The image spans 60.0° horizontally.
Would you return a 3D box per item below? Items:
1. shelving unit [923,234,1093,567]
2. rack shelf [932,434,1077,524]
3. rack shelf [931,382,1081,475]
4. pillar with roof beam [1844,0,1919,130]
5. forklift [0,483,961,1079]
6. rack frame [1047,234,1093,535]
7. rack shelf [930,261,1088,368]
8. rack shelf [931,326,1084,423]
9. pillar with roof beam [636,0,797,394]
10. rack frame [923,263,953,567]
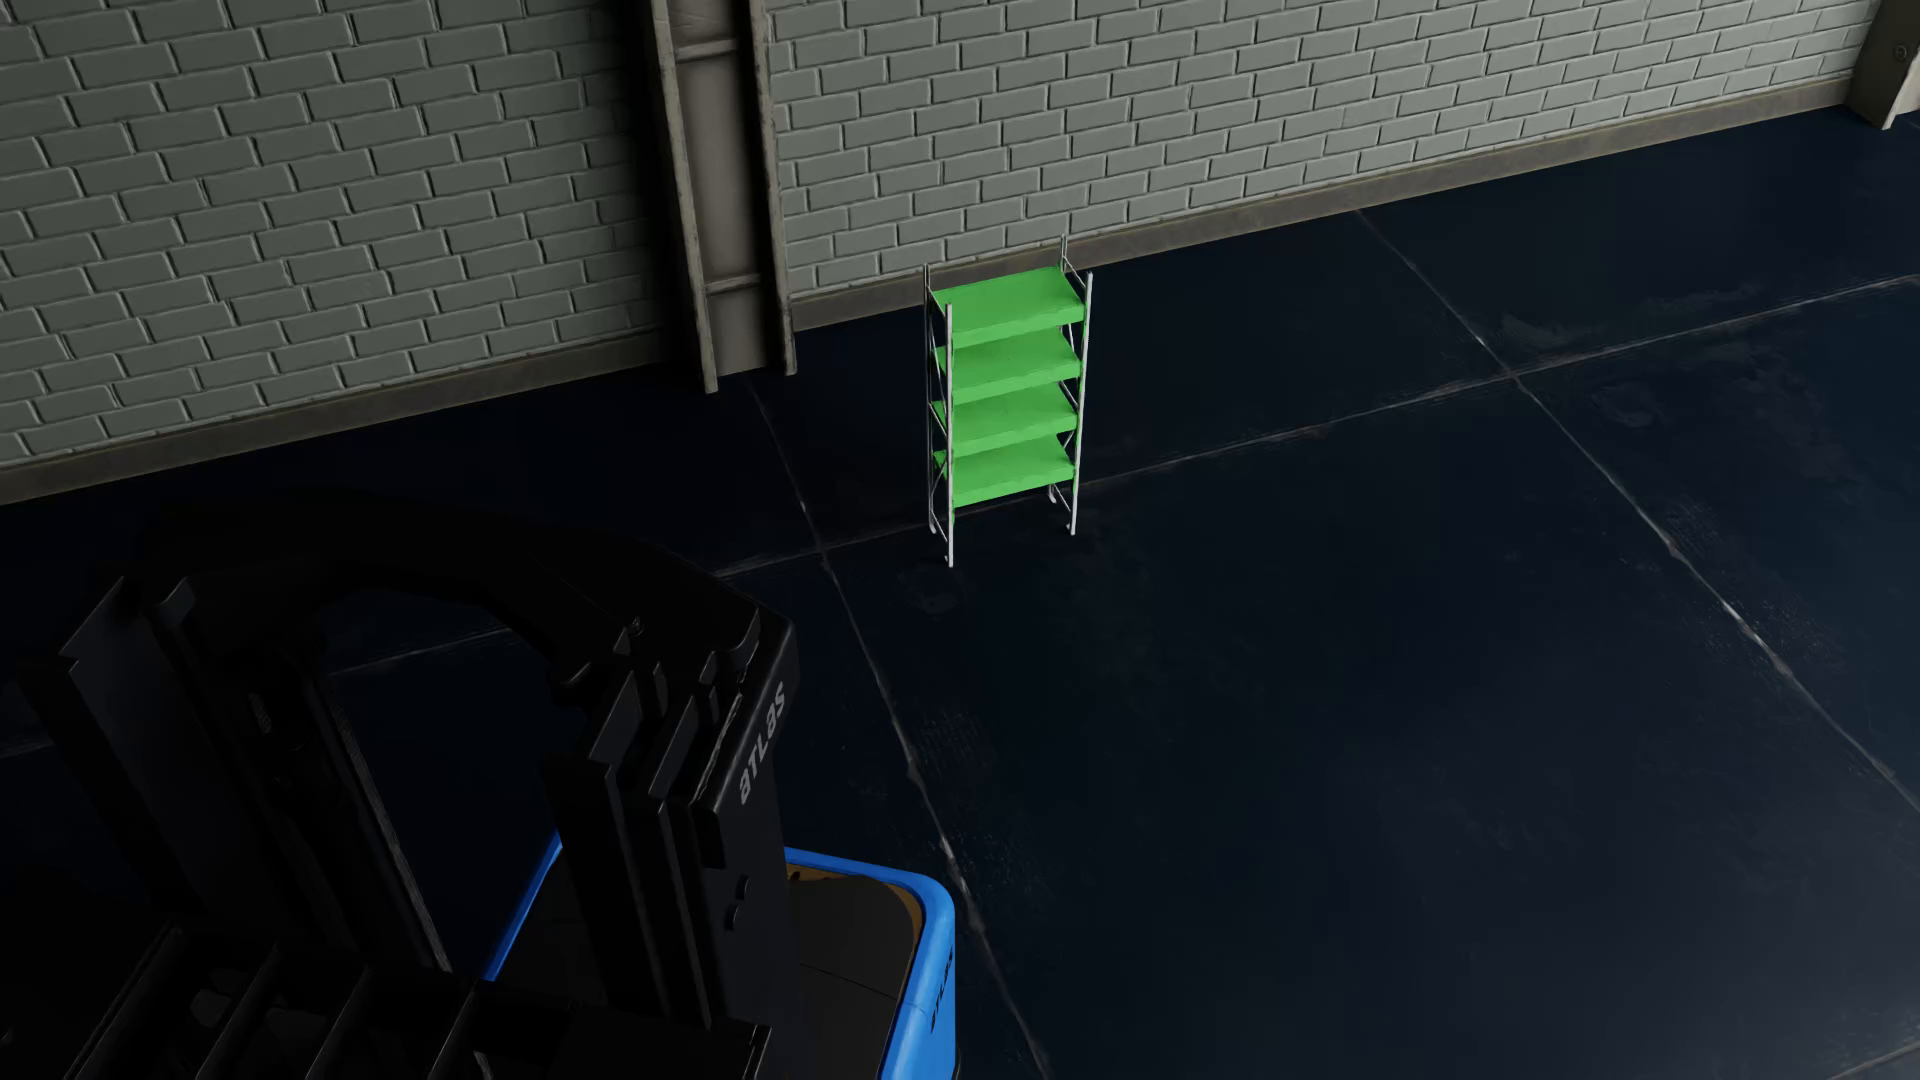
[{"bbox_3d":[0.156,-0.463,5.865,0.503,1.200,0.258,-14,47,-14],"label":"shelving unit"},{"bbox_3d":[0.156,-0.249,6.080,0.480,0.148,0.258,-14,47,-14],"label":"rack shelf"},{"bbox_3d":[0.156,-0.418,5.910,0.480,0.148,0.258,-14,47,-14],"label":"rack shelf"},{"bbox_3d":[6.188,-2.503,2.391,0.400,9.000,9.100,-14,47,-14],"label":"pillar with roof beam"},{"bbox_3d":[-0.835,1.468,2.718,1.130,2.935,3.031,10,46,9],"label":"forklift"},{"bbox_3d":[0.385,-0.522,5.923,0.015,1.200,0.240,-14,47,-14],"label":"rack frame"},{"bbox_3d":[0.156,-0.757,5.570,0.480,0.148,0.258,-14,47,-14],"label":"rack shelf"},{"bbox_3d":[0.156,-0.588,5.740,0.480,0.148,0.258,-14,47,-14],"label":"rack shelf"},{"bbox_3d":[0.545,-1.060,0.953,0.400,9.000,9.100,-14,47,-14],"label":"pillar with roof beam"},{"bbox_3d":[-0.074,-0.405,5.806,0.015,1.200,0.240,-14,47,-14],"label":"rack frame"}]
